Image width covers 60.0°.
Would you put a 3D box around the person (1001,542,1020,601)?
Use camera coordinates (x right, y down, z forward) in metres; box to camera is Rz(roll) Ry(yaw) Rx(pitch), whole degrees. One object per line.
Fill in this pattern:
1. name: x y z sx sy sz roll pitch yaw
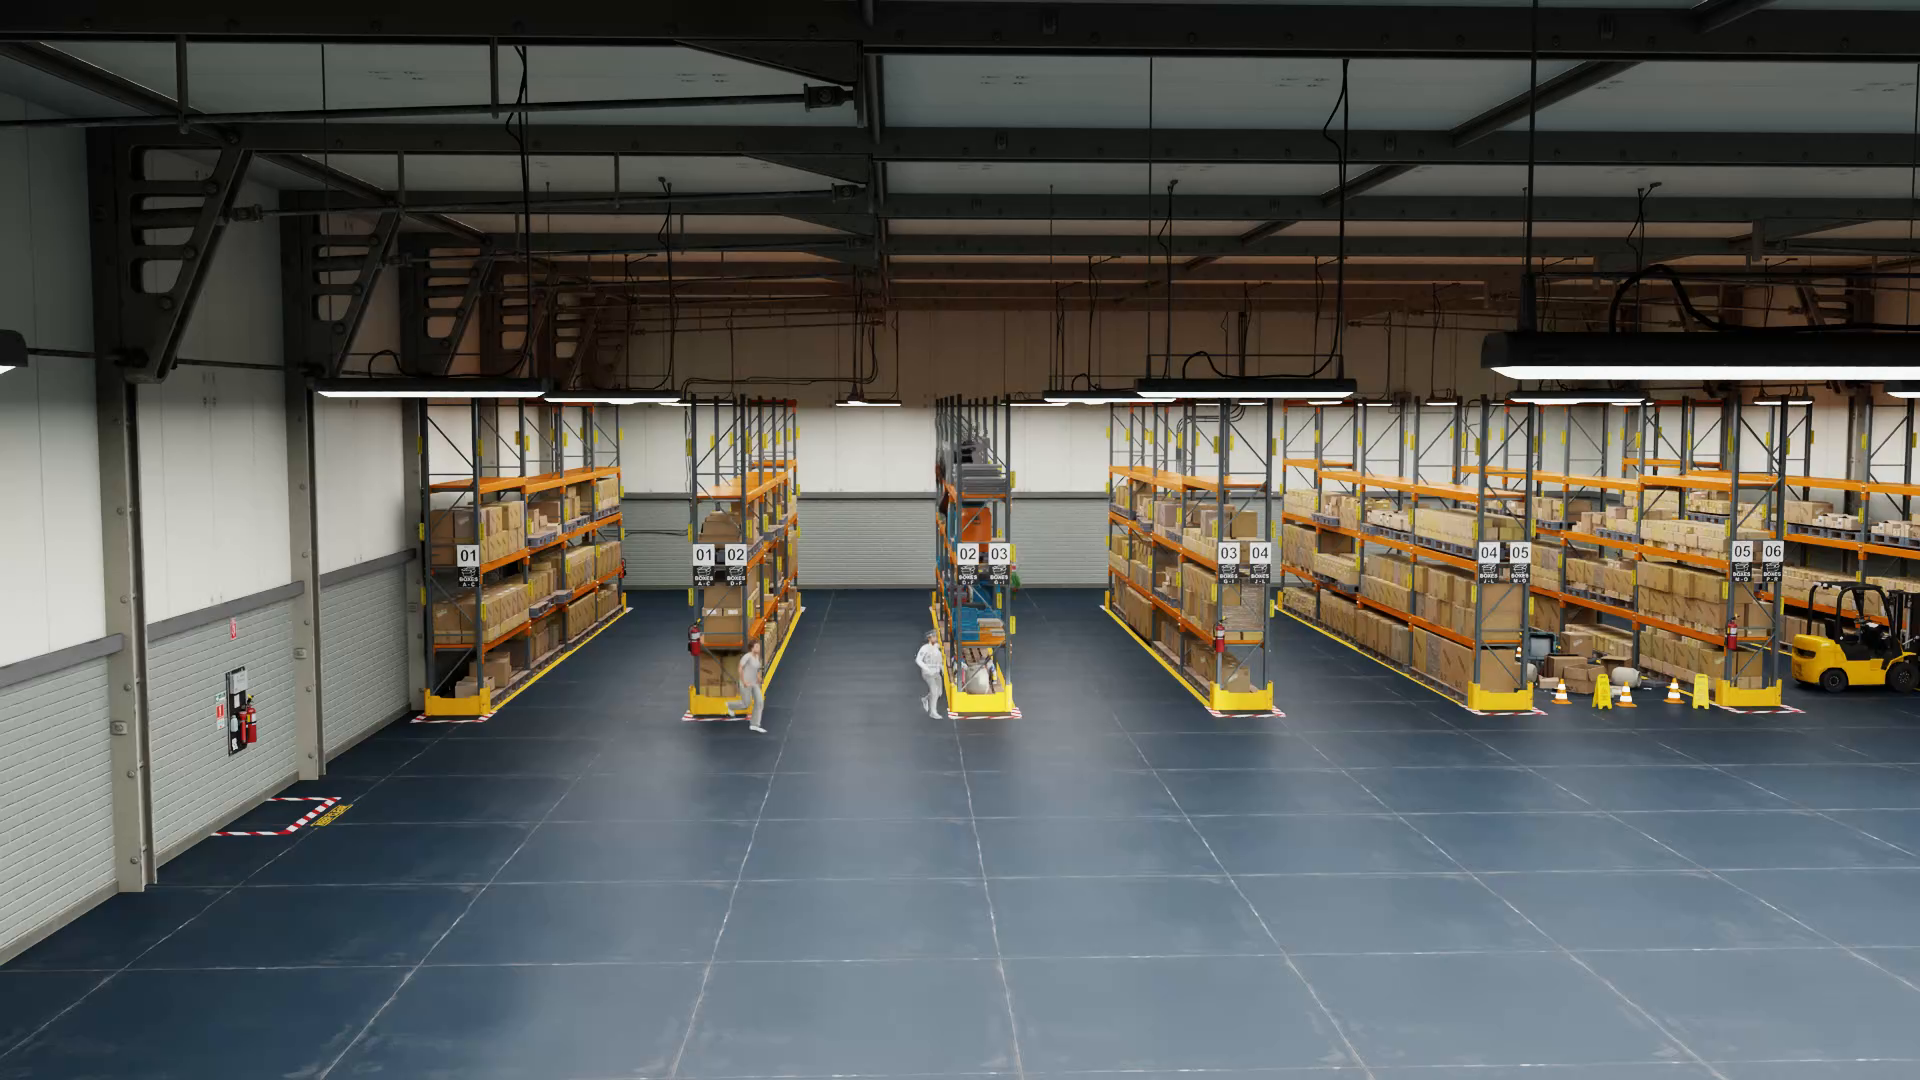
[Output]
1. person: 1.479 0.953 49.888 0.603 1.763 0.829 3 5 31

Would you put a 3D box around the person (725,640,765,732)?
1. person: -3.822 2.596 29.736 0.858 1.649 0.571 3 5 30

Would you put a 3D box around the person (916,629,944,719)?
1. person: -0.576 2.466 30.872 0.633 1.662 0.574 -4 6 -44
